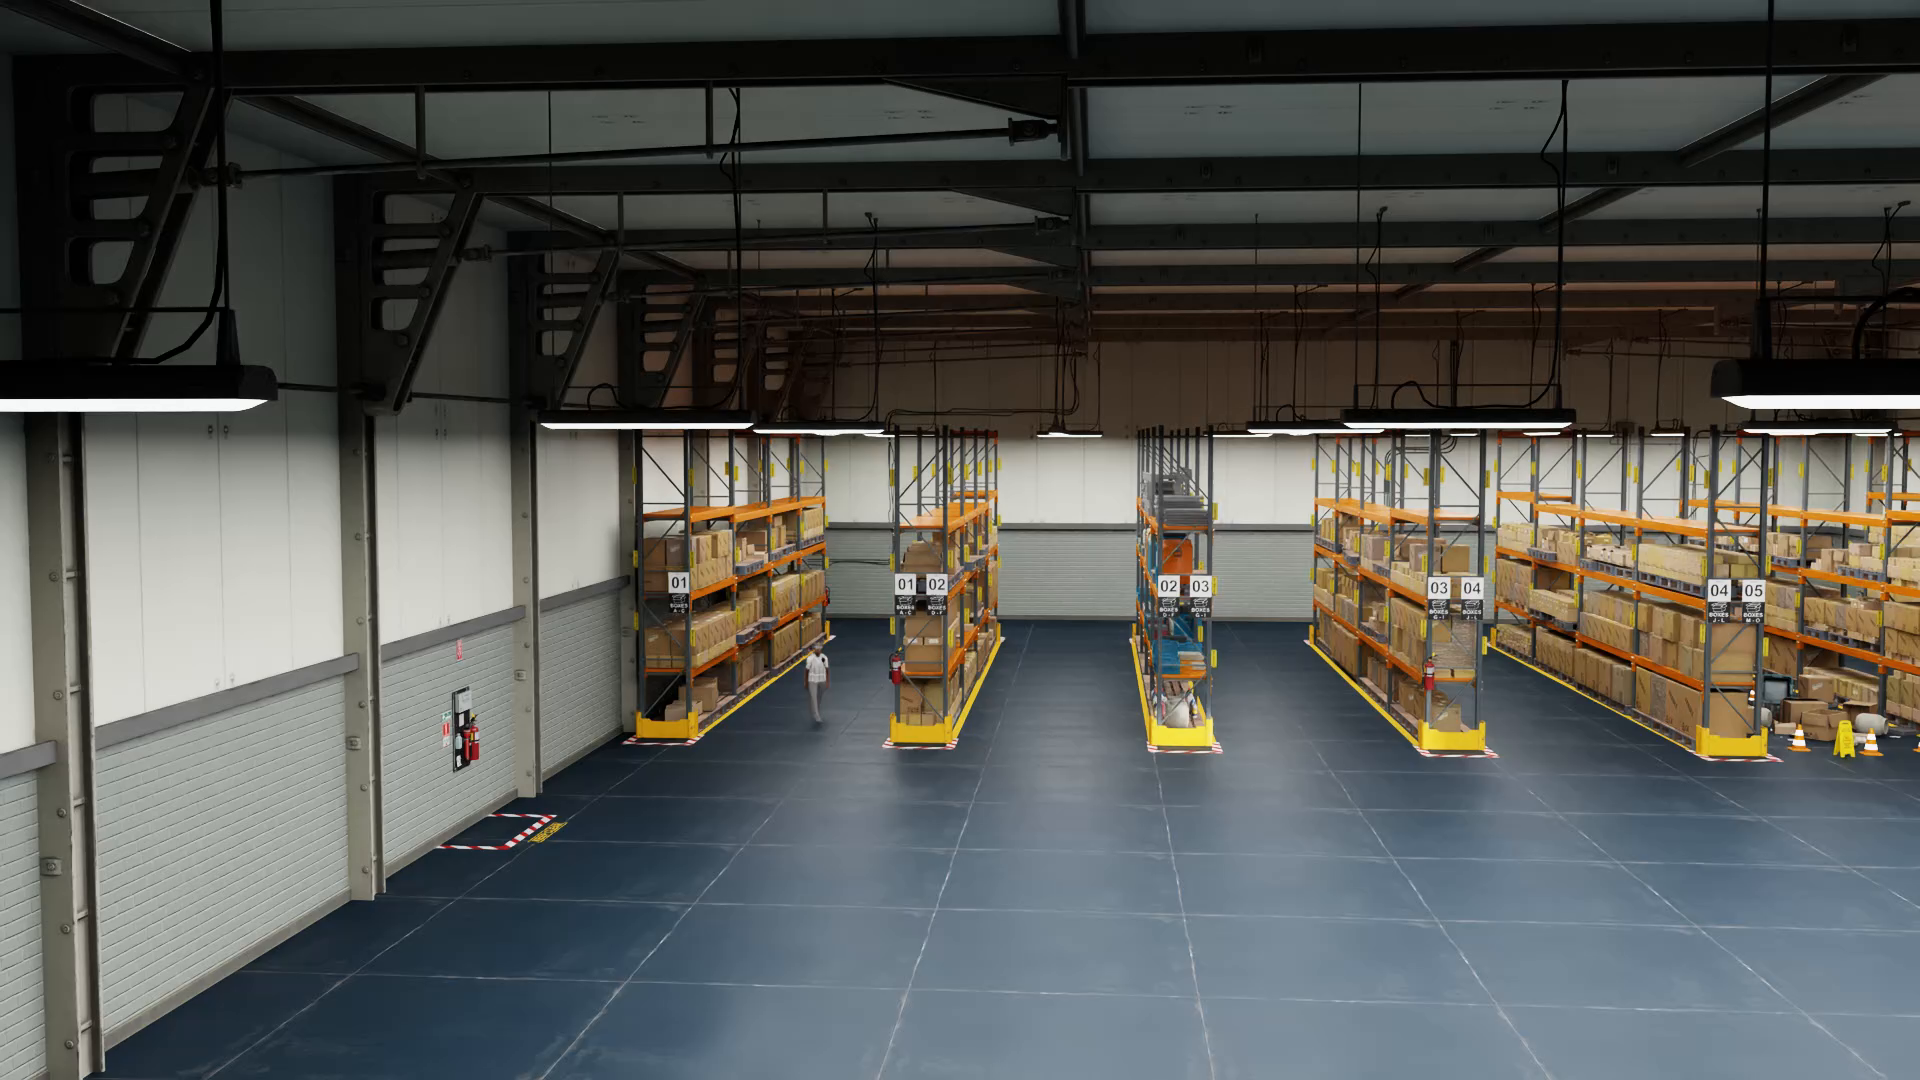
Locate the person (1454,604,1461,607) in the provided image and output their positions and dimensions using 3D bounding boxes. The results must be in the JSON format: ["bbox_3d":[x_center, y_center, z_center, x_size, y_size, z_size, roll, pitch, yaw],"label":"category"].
[{"bbox_3d":[13.819,2.050,46.527,0.630,1.744,0.880,3,5,41],"label":"person"}]

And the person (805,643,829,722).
[{"bbox_3d":[-2.878,2.865,33.636,0.477,1.600,1.045,-2,4,-27],"label":"person"}]
